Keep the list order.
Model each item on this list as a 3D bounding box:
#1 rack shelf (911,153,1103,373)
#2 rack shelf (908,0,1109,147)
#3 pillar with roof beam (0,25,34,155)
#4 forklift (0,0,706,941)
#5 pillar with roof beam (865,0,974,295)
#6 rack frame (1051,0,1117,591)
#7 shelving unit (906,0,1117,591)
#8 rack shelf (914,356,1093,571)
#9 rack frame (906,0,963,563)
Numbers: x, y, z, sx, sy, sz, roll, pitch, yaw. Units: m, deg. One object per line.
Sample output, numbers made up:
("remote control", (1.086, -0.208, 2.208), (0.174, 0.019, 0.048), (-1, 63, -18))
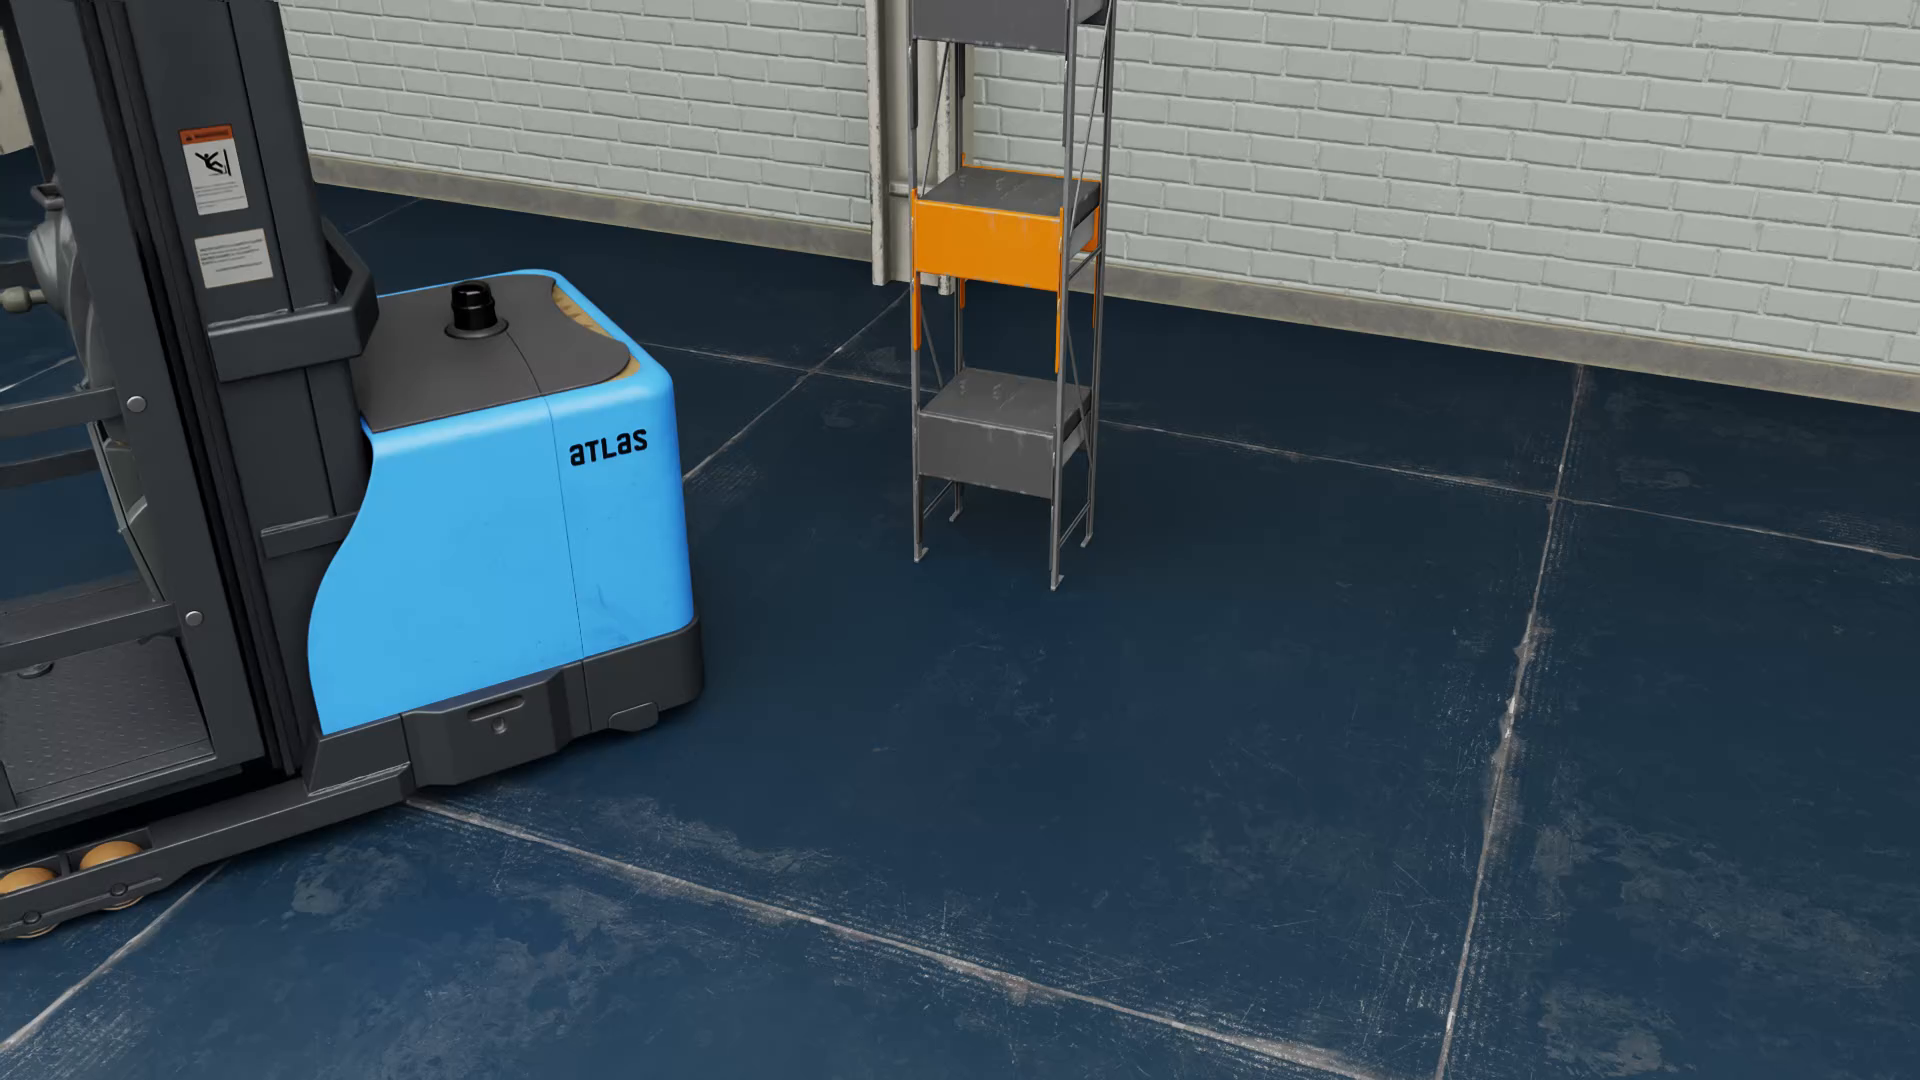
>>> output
("rack shelf", (0.153, -0.872, 5.186), (0.480, 0.518, 0.431), (11, 31, 19))
("rack shelf", (0.153, -1.481, 4.841), (0.480, 0.518, 0.431), (11, 31, 19))
("pillar with roof beam", (-7.355, -4.314, 4.238), (0.400, 9.000, 9.100), (11, 31, 19))
("forklift", (-2.272, -0.608, 3.847), (3.031, 2.935, 1.130), (-16, 33, -27))
("pillar with roof beam", (-1.795, -3.204, 2.274), (0.400, 9.000, 9.100), (11, 31, 19))
("rack frame", (0.379, -0.838, 5.099), (0.015, 2.100, 0.400), (11, 31, 19))
("shelving unit", (0.153, -0.883, 5.179), (0.503, 2.100, 0.431), (11, 31, 19))
("rack shelf", (0.153, -0.262, 5.530), (0.480, 0.518, 0.431), (11, 31, 19))
("rack frame", (-0.073, -0.929, 5.259), (0.015, 2.100, 0.400), (11, 31, 19))
